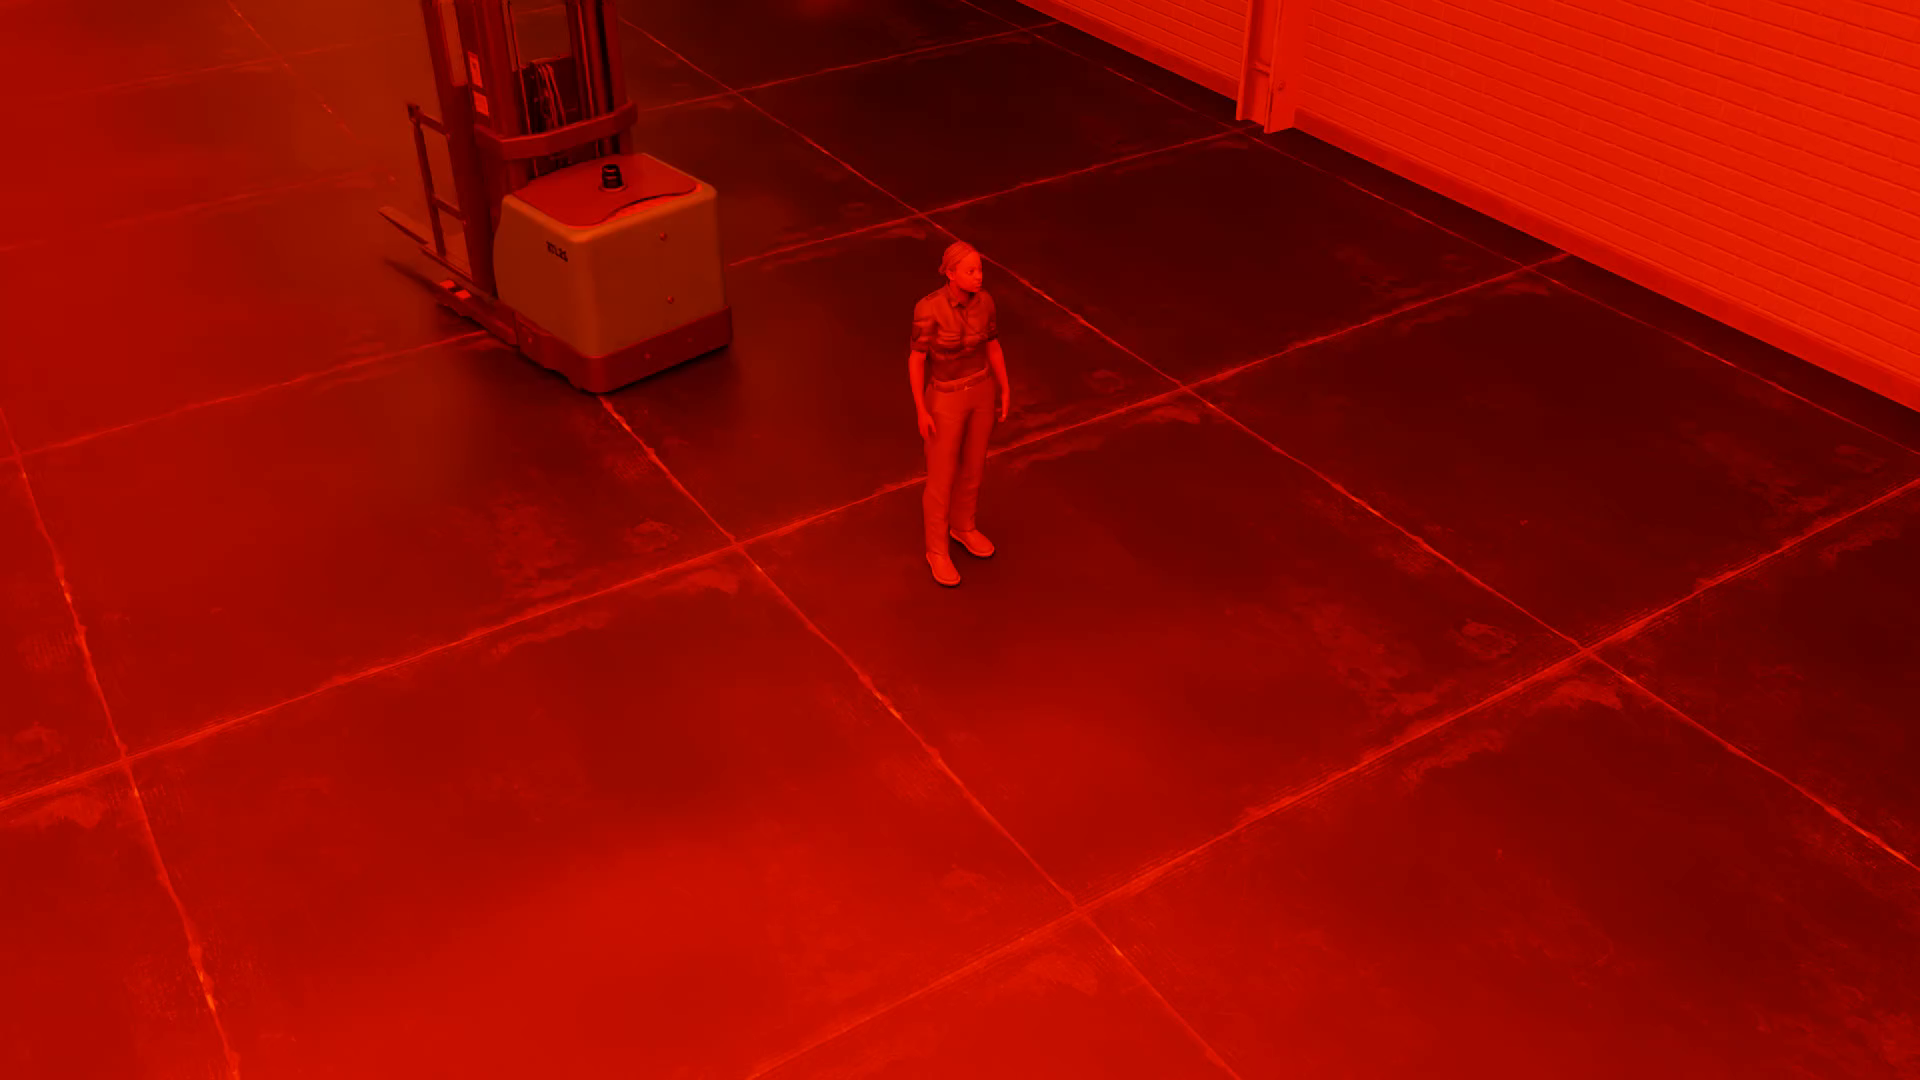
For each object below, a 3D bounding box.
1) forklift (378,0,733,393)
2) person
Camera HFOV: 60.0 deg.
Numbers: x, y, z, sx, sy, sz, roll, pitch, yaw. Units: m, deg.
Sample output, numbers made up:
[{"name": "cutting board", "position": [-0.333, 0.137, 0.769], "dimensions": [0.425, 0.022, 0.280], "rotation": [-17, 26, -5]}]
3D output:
[{"name": "forklift", "position": [-2.785, -2.822, 10.164], "dimensions": [1.130, 2.935, 3.031], "rotation": [-28, 44, -34]}, {"name": "person", "position": [0.031, -0.634, 8.148], "dimensions": [0.569, 1.654, 0.504], "rotation": [-21, 40, -27]}]
